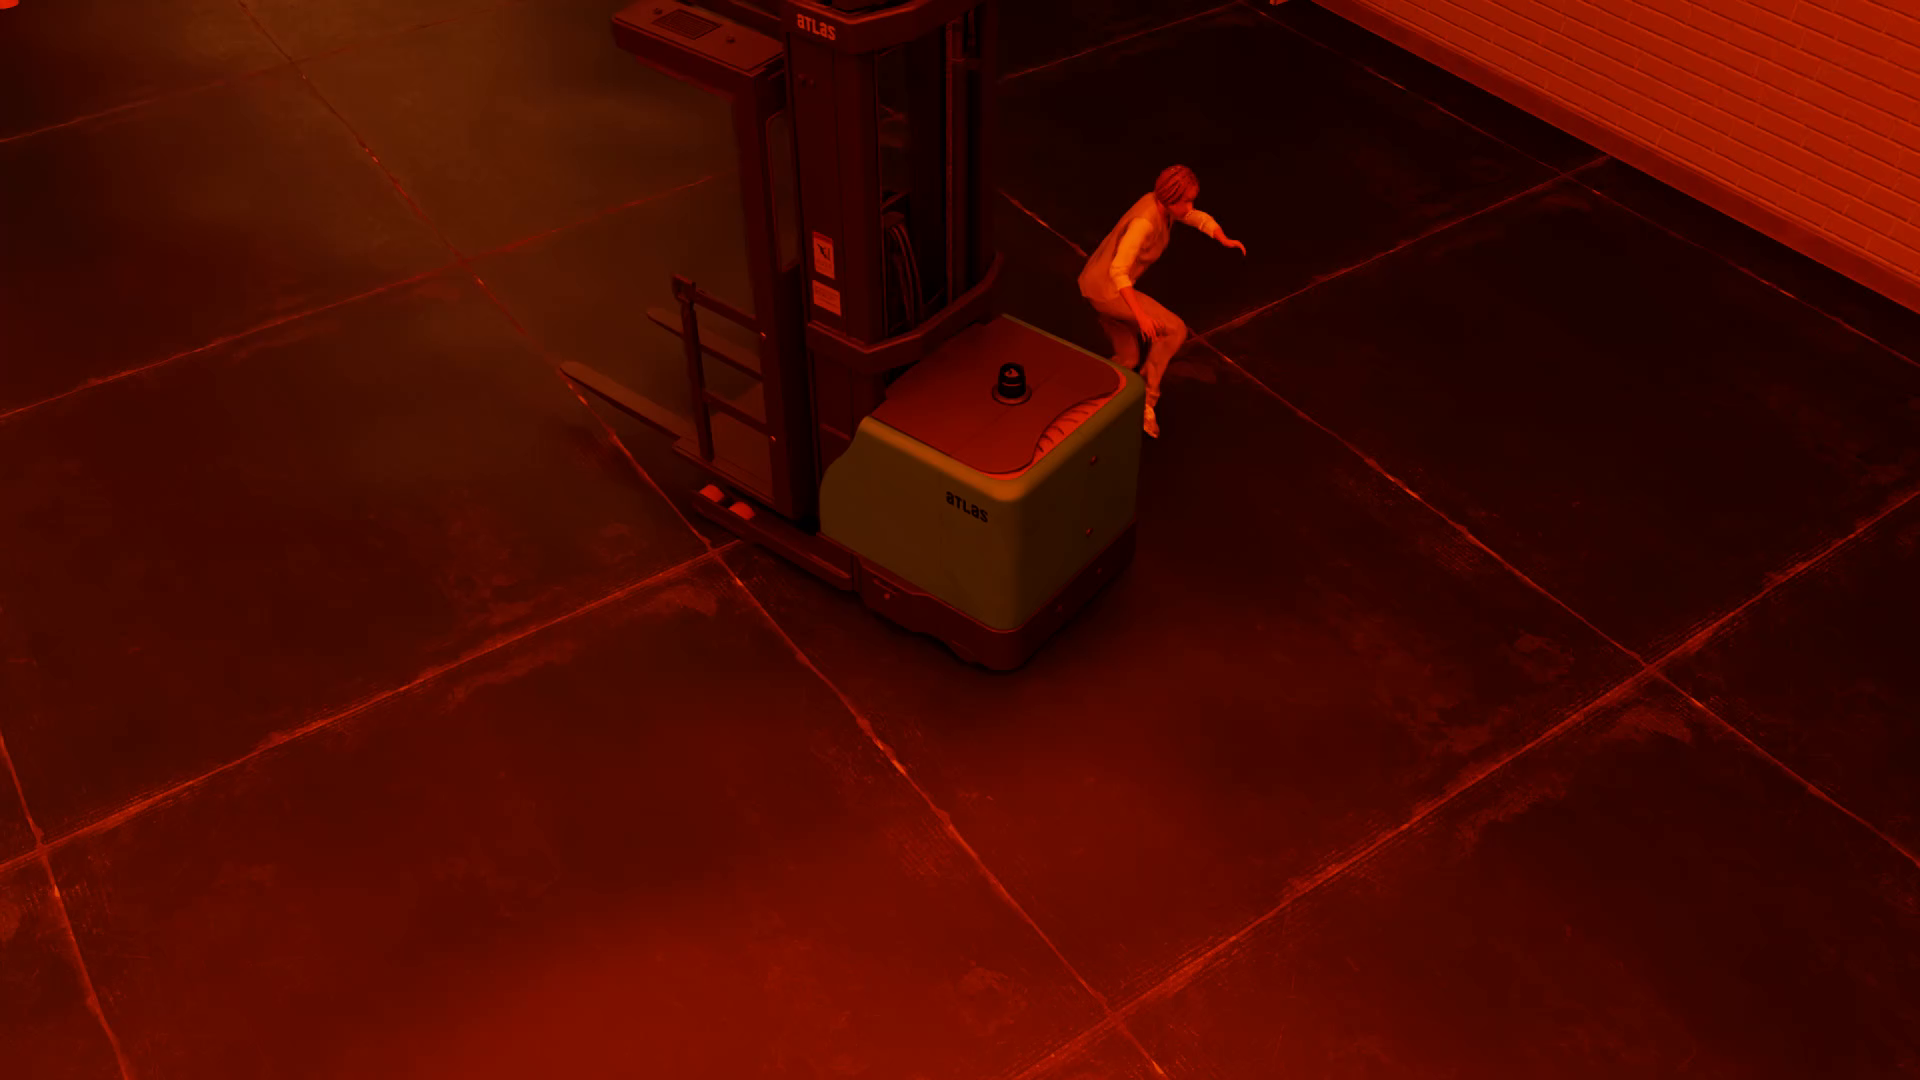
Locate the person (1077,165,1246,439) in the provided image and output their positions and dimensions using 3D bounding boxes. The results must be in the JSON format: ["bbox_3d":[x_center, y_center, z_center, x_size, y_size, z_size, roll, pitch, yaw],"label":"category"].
[{"bbox_3d":[0.956,-1.145,8.122,0.807,1.369,0.837,7,43,7],"label":"person"}]

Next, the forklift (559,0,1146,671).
[{"bbox_3d":[-0.662,-1.345,7.175,3.031,2.935,1.130,28,50,27],"label":"forklift"}]
